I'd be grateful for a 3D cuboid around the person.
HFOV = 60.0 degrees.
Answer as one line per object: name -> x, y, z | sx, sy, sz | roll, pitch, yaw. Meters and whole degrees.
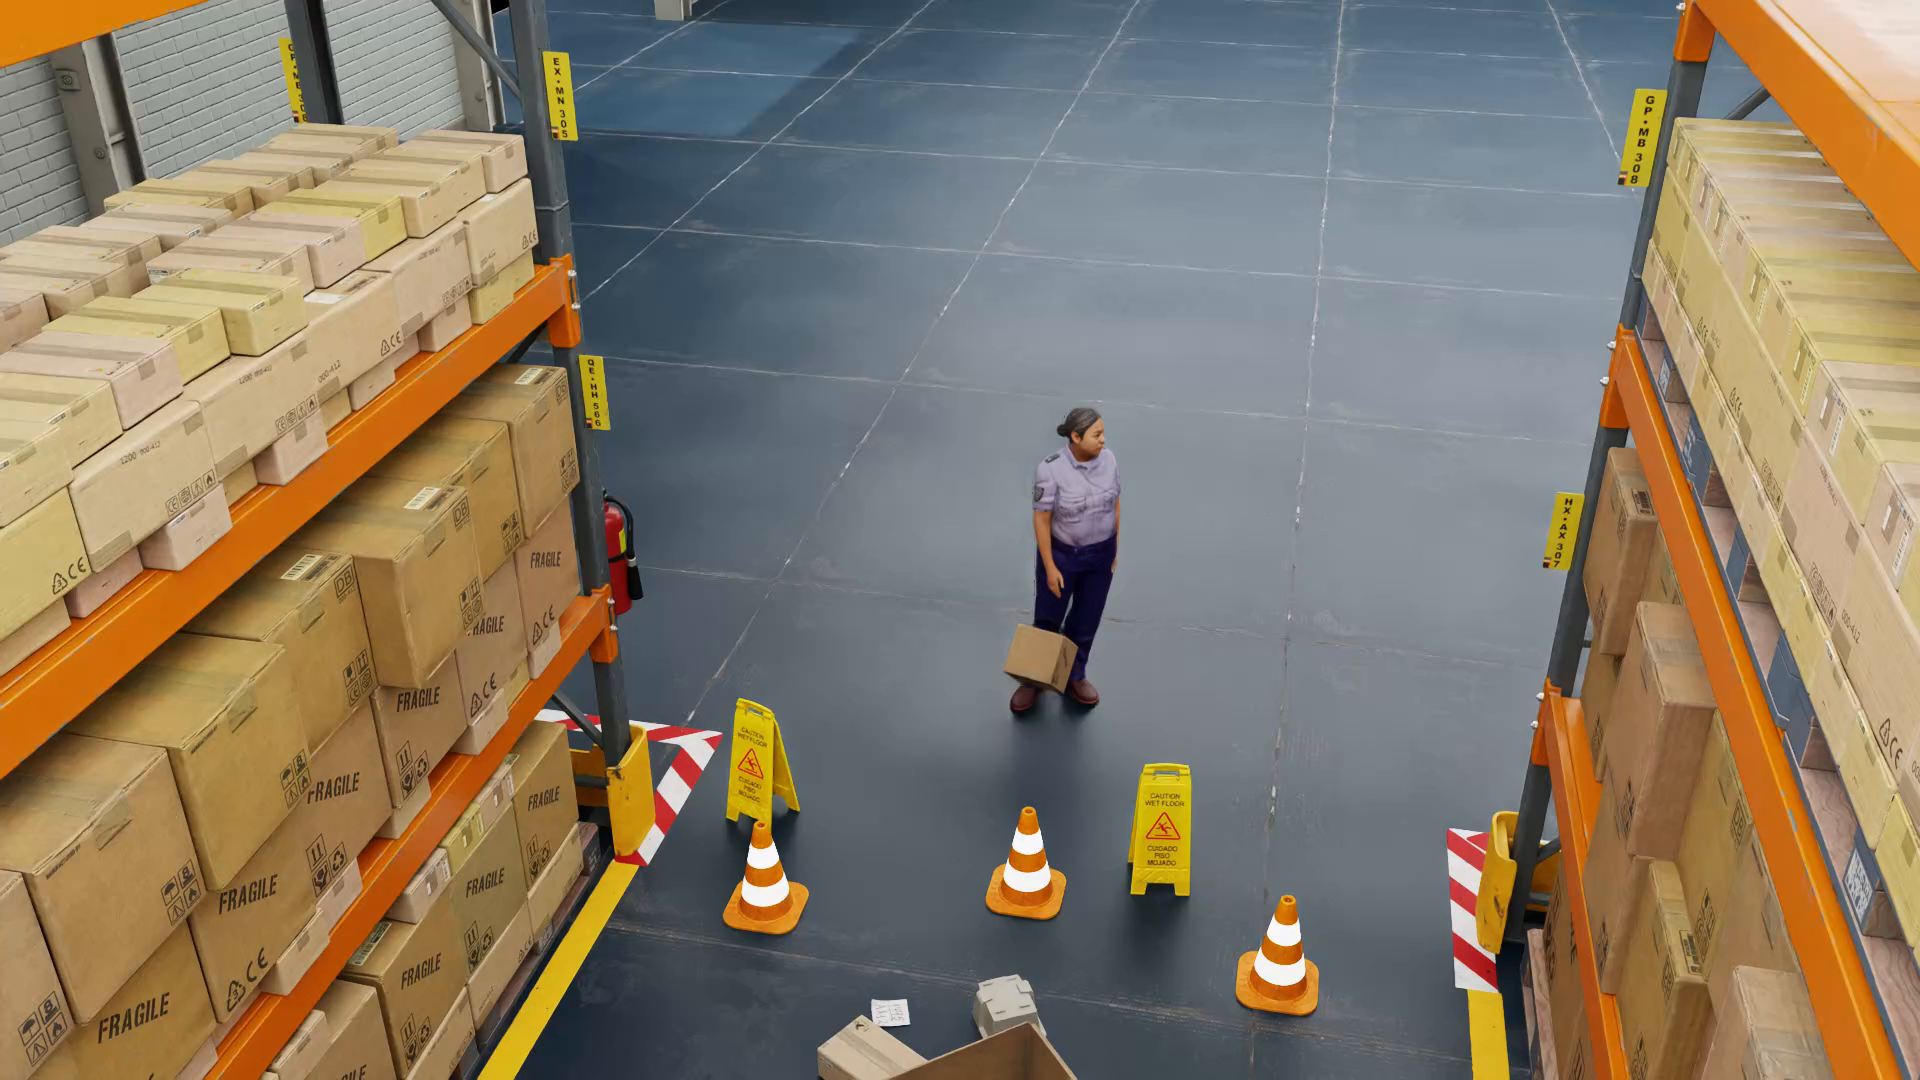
person -> 0.548, 0.112, 8.405 | 0.604, 1.654, 0.362 | -13, 31, -21
